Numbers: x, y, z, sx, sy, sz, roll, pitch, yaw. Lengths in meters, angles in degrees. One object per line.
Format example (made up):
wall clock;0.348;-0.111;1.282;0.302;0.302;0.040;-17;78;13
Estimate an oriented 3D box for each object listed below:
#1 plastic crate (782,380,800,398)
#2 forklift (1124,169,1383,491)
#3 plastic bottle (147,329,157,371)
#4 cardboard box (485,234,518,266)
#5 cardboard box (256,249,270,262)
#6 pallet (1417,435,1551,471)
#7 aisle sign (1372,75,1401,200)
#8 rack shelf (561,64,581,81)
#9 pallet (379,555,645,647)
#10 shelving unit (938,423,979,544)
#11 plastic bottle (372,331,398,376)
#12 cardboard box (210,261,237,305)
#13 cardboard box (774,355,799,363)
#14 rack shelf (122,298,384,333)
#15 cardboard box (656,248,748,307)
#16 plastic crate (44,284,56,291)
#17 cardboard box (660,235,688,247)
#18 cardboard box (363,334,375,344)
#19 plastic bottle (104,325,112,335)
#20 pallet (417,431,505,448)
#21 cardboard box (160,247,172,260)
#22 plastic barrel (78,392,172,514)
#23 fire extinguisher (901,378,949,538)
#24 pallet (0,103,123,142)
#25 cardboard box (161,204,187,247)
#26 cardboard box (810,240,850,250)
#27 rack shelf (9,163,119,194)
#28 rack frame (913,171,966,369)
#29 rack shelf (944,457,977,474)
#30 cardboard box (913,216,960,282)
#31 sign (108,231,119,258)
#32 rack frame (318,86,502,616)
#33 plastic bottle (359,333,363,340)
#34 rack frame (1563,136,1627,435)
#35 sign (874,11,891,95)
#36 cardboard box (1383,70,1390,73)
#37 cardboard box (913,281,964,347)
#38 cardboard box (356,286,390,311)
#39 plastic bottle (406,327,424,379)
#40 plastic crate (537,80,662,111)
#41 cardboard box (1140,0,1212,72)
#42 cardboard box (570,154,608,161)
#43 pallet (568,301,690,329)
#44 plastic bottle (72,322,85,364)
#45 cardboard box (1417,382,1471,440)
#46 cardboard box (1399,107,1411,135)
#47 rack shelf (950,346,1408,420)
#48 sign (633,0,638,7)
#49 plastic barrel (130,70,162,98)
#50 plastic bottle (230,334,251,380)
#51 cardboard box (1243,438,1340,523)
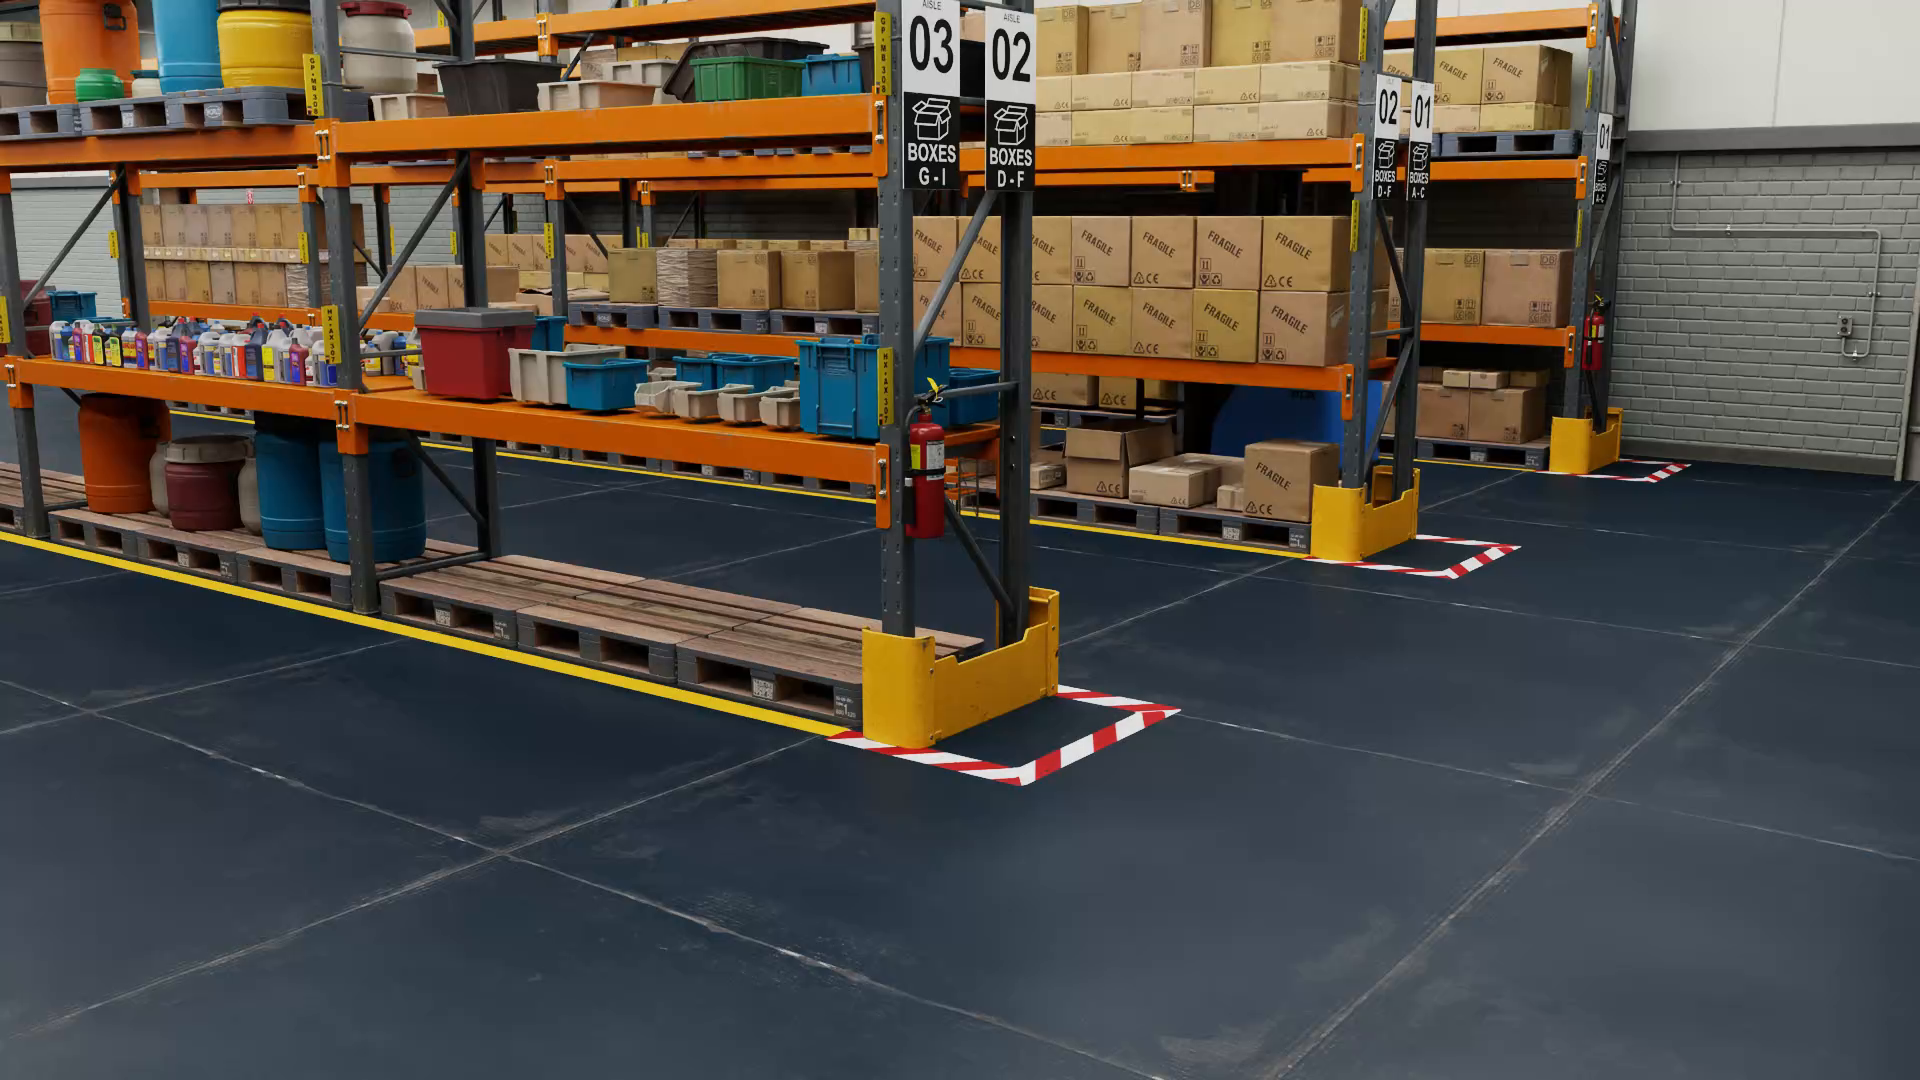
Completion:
plastic crate;-0.764;-0.762;8.610;0.298;0.136;0.250;8;13;36
forklift;2.057;-1.921;14.244;3.031;2.935;1.130;9;14;39
plastic bottle;-5.286;-1.250;10.934;0.097;0.271;0.097;0;11;0
cardboard box;-6.437;-4.122;23.809;0.500;0.500;0.500;8;14;36
cardboard box;-7.710;-3.218;18.796;0.250;0.149;0.380;8;13;35
pallet;5.169;-0.885;16.048;1.213;0.211;1.003;8;13;36
aisle sign;2.805;-2.639;10.929;0.004;0.787;0.394;8;13;36
rack shelf;-5.424;-6.341;23.015;4.000;0.370;1.077;8;13;36
pallet;-2.612;0.337;9.733;1.213;0.211;1.003;8;13;36
shelving unit;-0.012;-0.591;11.924;0.189;1.200;0.258;8;13;36
plastic bottle;-3.670;-1.200;10.660;0.135;0.276;0.152;8;13;36
cardboard box;-8.347;-3.037;19.568;0.500;0.500;0.700;8;14;37
cardboard box;-1.963;-2.264;21.260;0.500;0.500;0.700;8;13;35
rack shelf;-8.353;-2.638;19.662;4.000;0.370;1.077;8;13;36
cardboard box;-2.319;-2.386;15.098;0.700;0.500;0.500;-10;15;-42
plastic crate;-7.573;-1.819;13.365;0.583;0.464;0.402;8;13;36
cardboard box;-4.067;-3.914;22.733;0.500;0.500;0.500;8;13;34
cardboard box;-6.929;-2.091;19.099;0.500;0.500;0.500;8;13;36
plastic bottle;-5.808;-1.337;11.385;0.097;0.271;0.097;0;11;0
pallet;-5.137;-1.183;17.591;1.213;0.211;1.003;8;13;36
cardboard box;-9.362;-3.449;19.989;0.250;0.149;0.380;8;14;36
plastic barrel;-6.048;-0.647;12.085;0.708;0.830;0.600;8;13;36
fire extinguisher;-0.151;-0.352;7.136;0.183;0.674;0.296;8;13;36
pallet;-5.893;-2.838;11.401;1.213;0.211;1.003;8;13;36
cardboard box;-9.127;-3.783;20.010;0.500;0.500;0.700;8;13;34
cardboard box;-1.439;-3.451;20.547;0.500;0.500;0.700;6;13;30
rack shelf;-8.064;-2.903;13.135;4.000;0.370;1.077;8;13;36
rack frame;-0.293;-1.867;13.783;0.127;3.000;1.000;8;13;36
rack shelf;-0.012;-0.547;11.933;0.180;0.103;0.258;8;13;36
cardboard box;-0.080;-2.311;13.182;0.500;0.500;0.500;8;14;37
sign;-10.298;-3.596;20.231;0.005;0.325;0.100;8;13;36
rack frame;-3.228;-1.109;9.865;0.127;3.000;1.000;8;13;36
plastic bottle;-3.987;-1.258;10.943;0.133;0.283;0.061;8;13;36
rack frame;5.860;-2.176;15.380;0.127;3.000;1.000;8;13;36
sign;-0.316;-1.995;6.821;0.005;0.325;0.100;8;13;36
cardboard box;2.671;-3.159;11.644;0.500;0.250;0.500;8;13;36
cardboard box;-0.043;-1.817;13.261;0.500;0.500;0.500;8;14;37
cardboard box;-6.318;-2.644;18.194;0.500;0.250;0.500;9;14;39
plastic bottle;-3.352;-1.179;10.354;0.185;0.351;0.144;8;13;36
plastic crate;-1.816;-2.197;8.285;0.530;0.136;0.437;8;13;36
cardboard box;1.688;-3.594;11.918;0.500;0.500;0.700;8;13;36
cardboard box;-3.145;-3.795;15.586;0.500;0.500;0.910;8;13;36
pallet;-2.929;-2.157;15.787;1.003;0.211;1.213;8;13;36
plastic bottle;-6.057;-1.359;11.466;0.133;0.283;0.061;8;13;36
cardboard box;4.833;-1.275;16.196;0.500;0.500;0.700;8;13;35
cardboard box;4.270;-3.988;15.876;0.500;0.250;0.500;7;13;34
rack shelf;1.319;-1.289;12.689;4.000;0.370;1.077;8;13;36
sign;-4.148;-6.887;21.269;0.005;0.325;0.100;8;13;36
plastic barrel;-5.501;-3.072;11.371;0.301;0.262;0.301;0;11;0
plastic bottle;-4.438;-1.141;10.355;0.135;0.276;0.152;8;13;36
cardboard box;2.347;-0.429;11.775;0.500;0.500;0.500;8;13;36
